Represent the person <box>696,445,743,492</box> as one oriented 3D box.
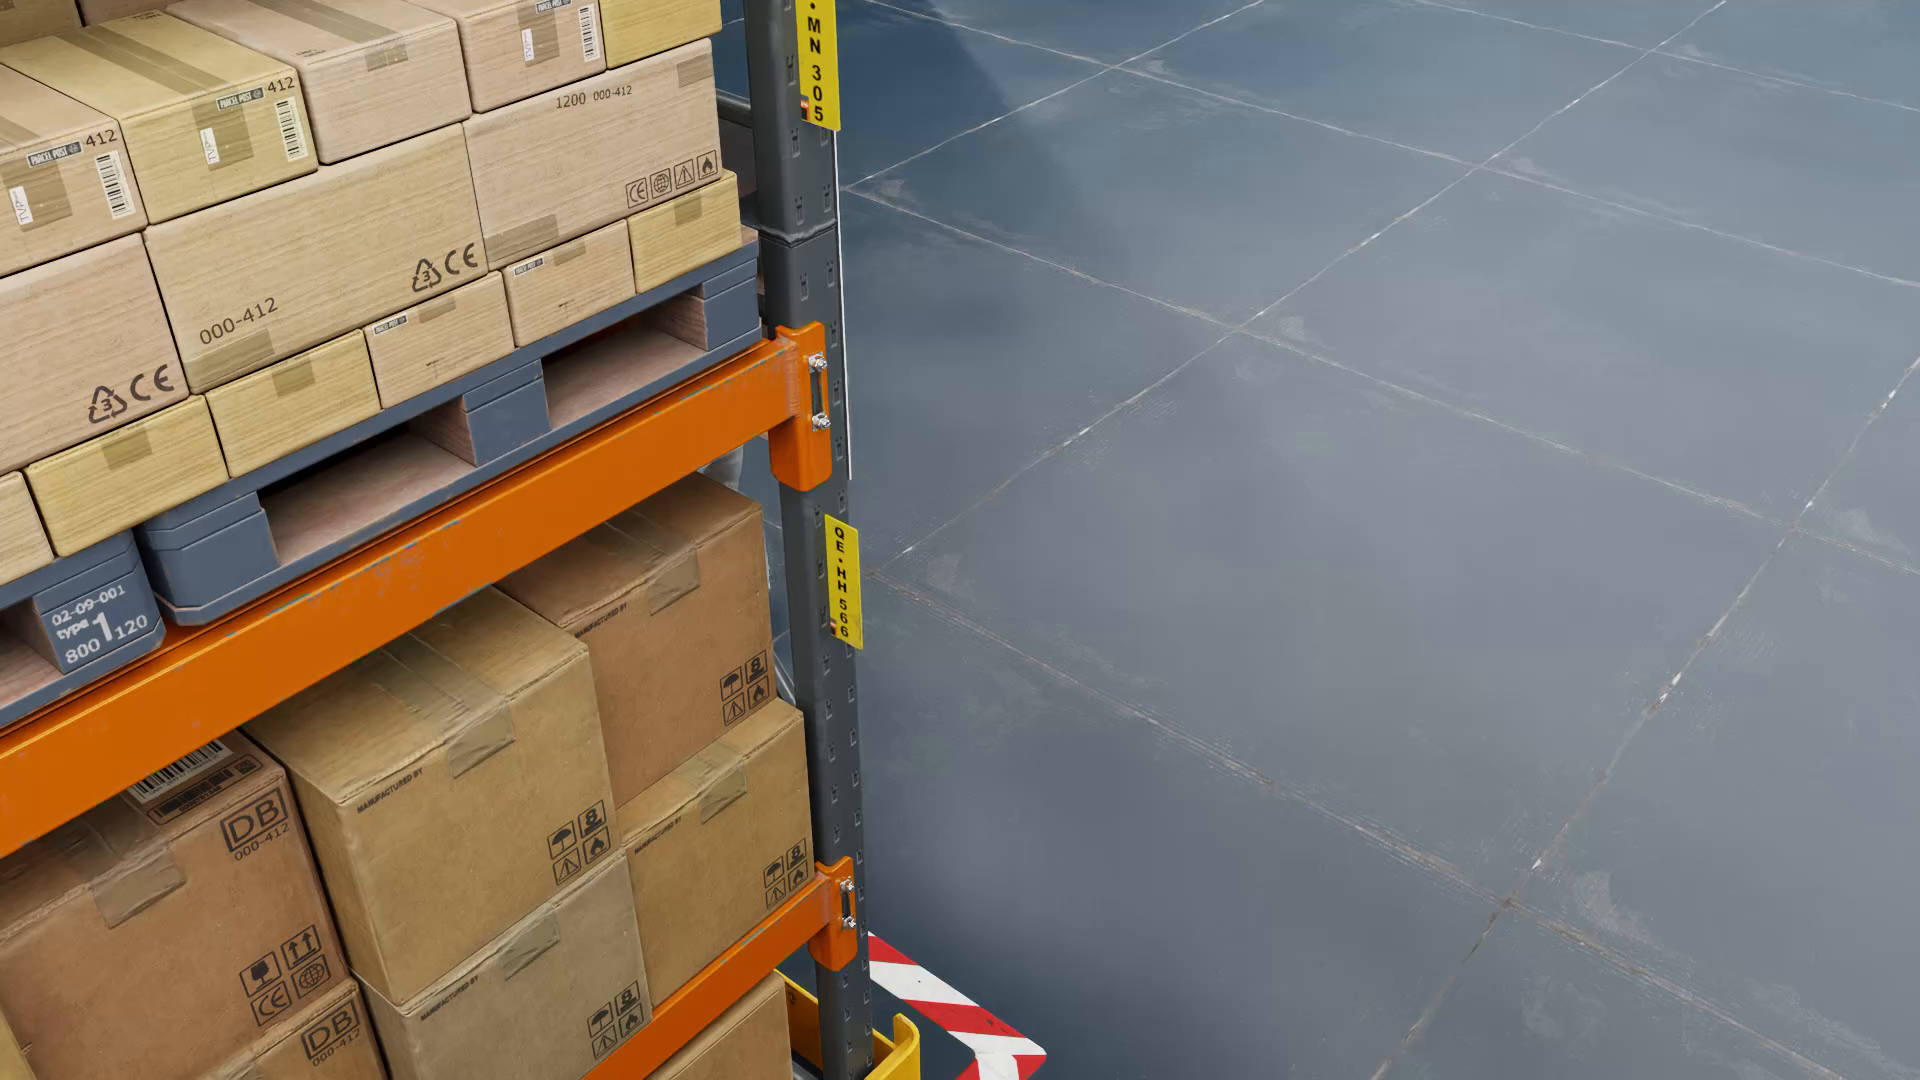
[{"bbox_3d":[-1.105,-0.396,6.756,0.388,1.706,0.467,27,43,33],"label":"person"}]
